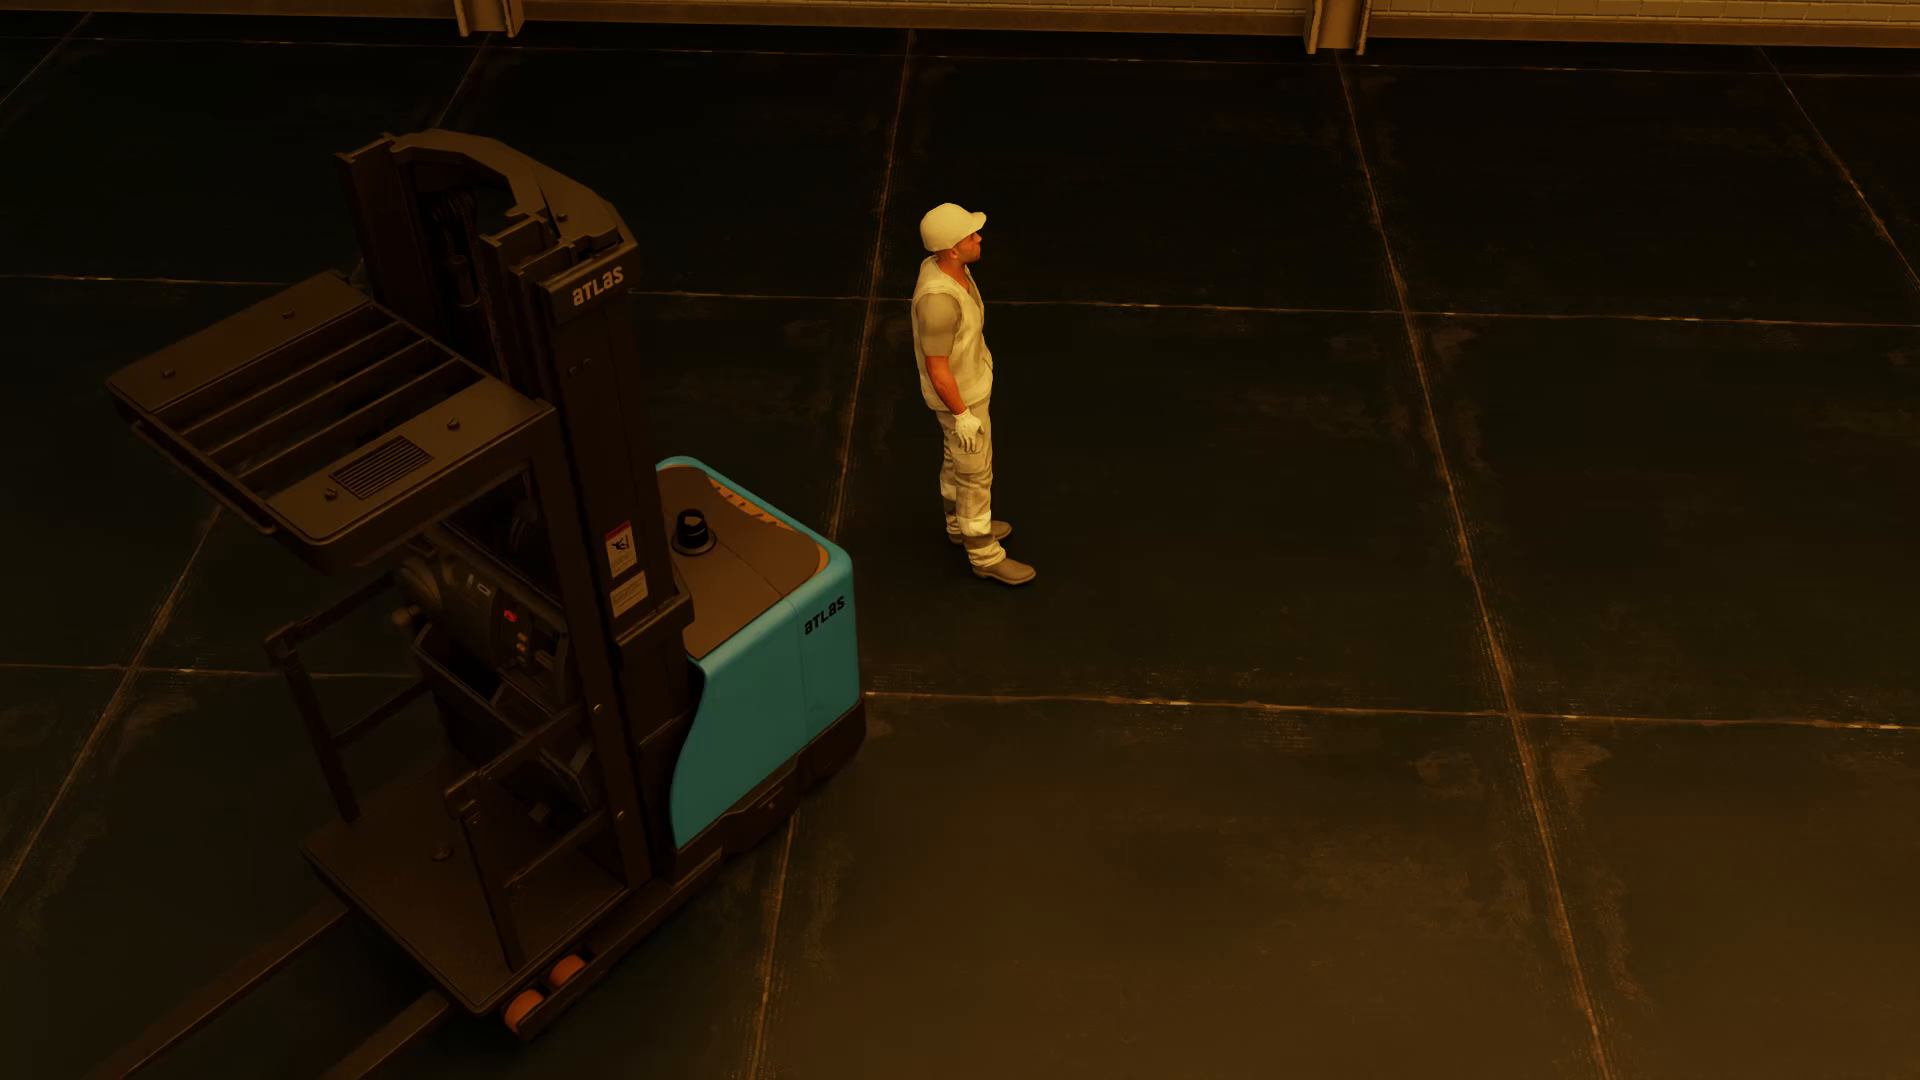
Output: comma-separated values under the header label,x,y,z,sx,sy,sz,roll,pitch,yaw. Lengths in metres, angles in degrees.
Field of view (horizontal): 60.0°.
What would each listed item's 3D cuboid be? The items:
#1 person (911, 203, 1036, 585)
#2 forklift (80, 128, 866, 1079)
label,x,y,z,sx,sy,sz,roll,pitch,yaw
person,0.080,-0.655,7.296,0.563,1.788,0.638,2,42,2
forklift,-1.734,0.307,5.405,1.130,2.935,3.031,30,50,29
